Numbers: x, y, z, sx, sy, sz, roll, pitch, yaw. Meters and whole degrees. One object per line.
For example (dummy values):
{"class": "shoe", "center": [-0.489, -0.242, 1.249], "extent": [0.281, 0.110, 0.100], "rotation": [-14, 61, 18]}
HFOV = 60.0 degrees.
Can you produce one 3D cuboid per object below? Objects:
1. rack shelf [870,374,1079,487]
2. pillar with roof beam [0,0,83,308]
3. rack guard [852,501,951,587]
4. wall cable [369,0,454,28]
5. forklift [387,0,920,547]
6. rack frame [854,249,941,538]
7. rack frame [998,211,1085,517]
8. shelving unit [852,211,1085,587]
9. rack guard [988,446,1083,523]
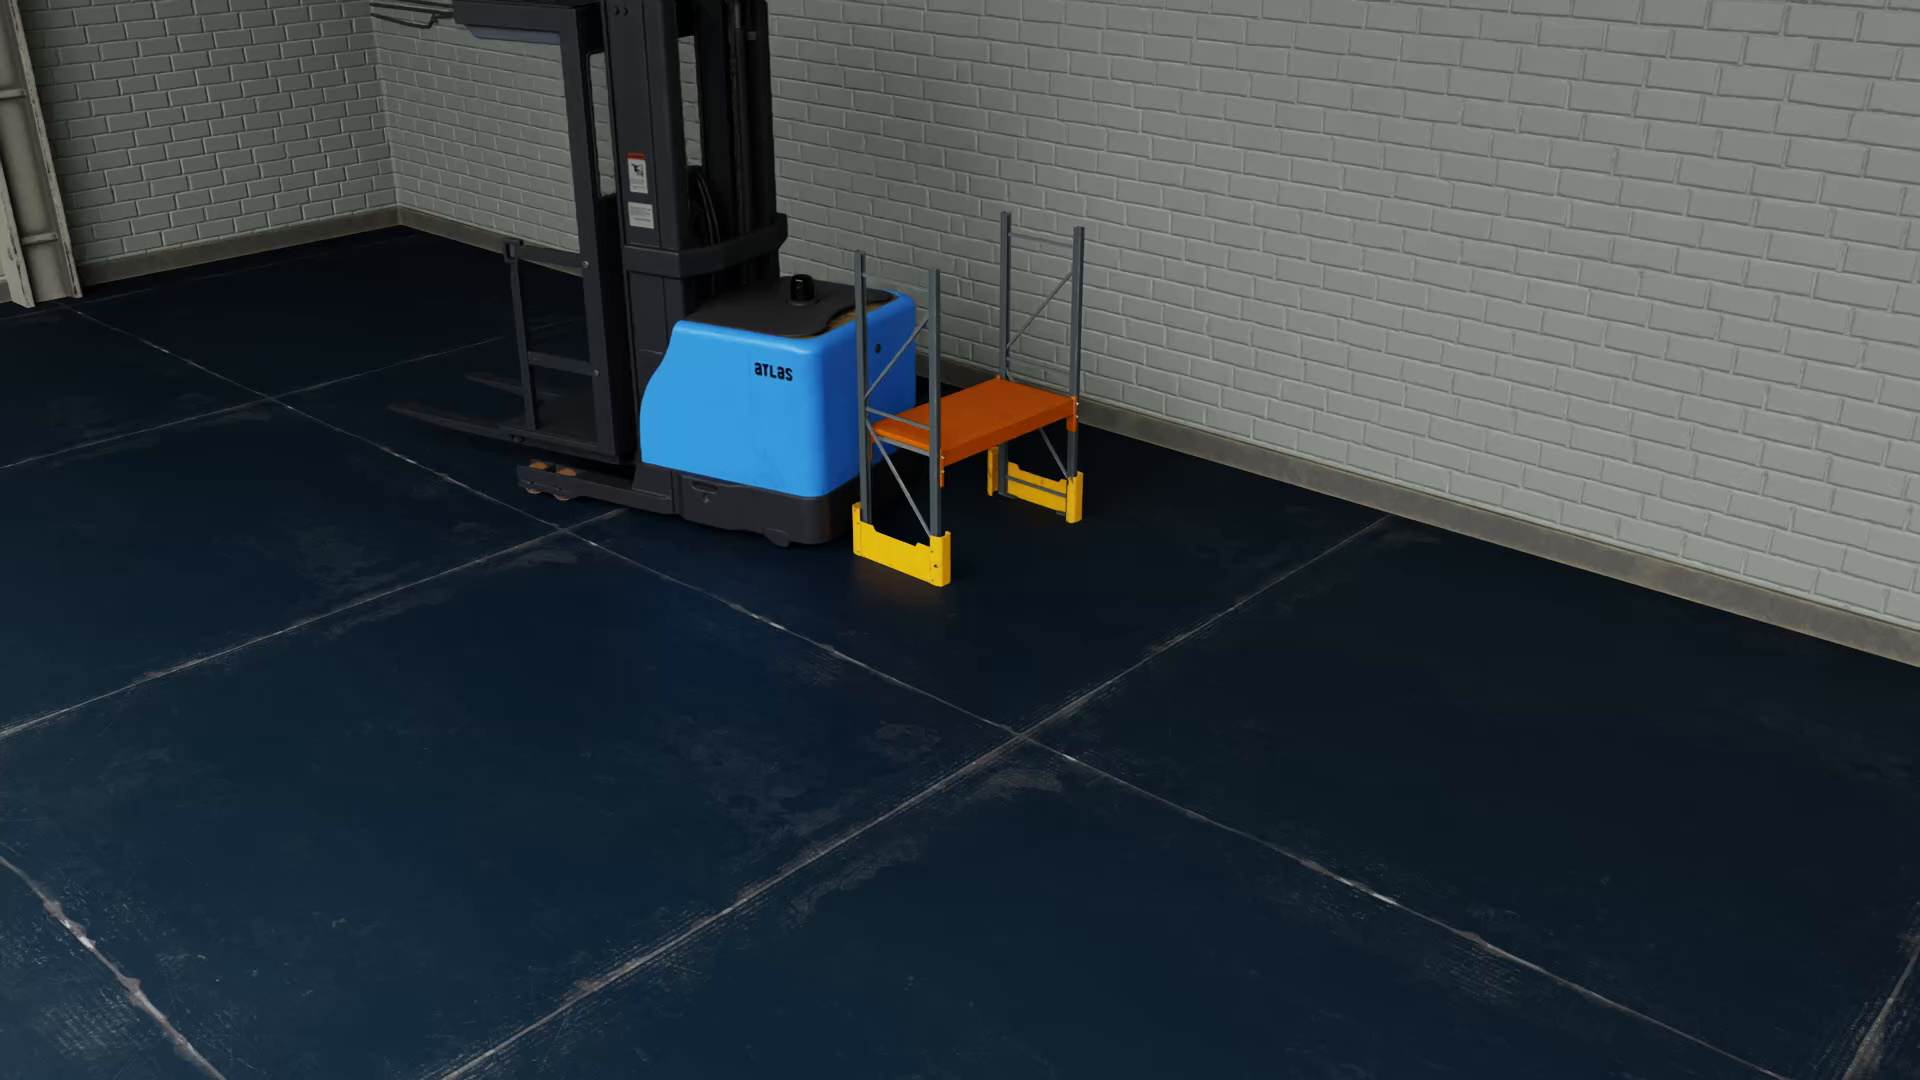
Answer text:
{"class": "rack shelf", "center": [0.057, -0.546, 8.075], "extent": [0.538, 0.185, 1.000], "rotation": [20, 31, 38]}
{"class": "pillar with roof beam", "center": [-3.496, -4.706, 7.746], "extent": [9.100, 9.000, 0.400], "rotation": [20, 31, 38]}
{"class": "rack guard", "center": [-0.281, 0.014, 7.912], "extent": [0.587, 0.250, 0.087], "rotation": [20, 31, 38]}
{"class": "wall cable", "center": [-3.751, -5.001, 12.199], "extent": [3.097, 2.526, 0.112], "rotation": [20, 31, 38]}
{"class": "forklift", "center": [-1.754, -1.718, 8.498], "extent": [3.031, 2.935, 1.130], "rotation": [12, 27, 26]}
{"class": "rack frame", "center": [-0.282, -0.555, 7.656], "extent": [0.500, 1.500, 0.032], "rotation": [20, 31, 38]}
{"class": "rack frame", "center": [0.396, -0.865, 8.347], "extent": [0.500, 1.500, 0.032], "rotation": [20, 31, 38]}
{"class": "shelving unit", "center": [0.051, -0.708, 7.995], "extent": [0.587, 1.500, 1.083], "rotation": [20, 31, 38]}
{"class": "rack guard", "center": [0.383, -0.289, 8.589], "extent": [0.587, 0.250, 0.087], "rotation": [20, 31, 38]}
